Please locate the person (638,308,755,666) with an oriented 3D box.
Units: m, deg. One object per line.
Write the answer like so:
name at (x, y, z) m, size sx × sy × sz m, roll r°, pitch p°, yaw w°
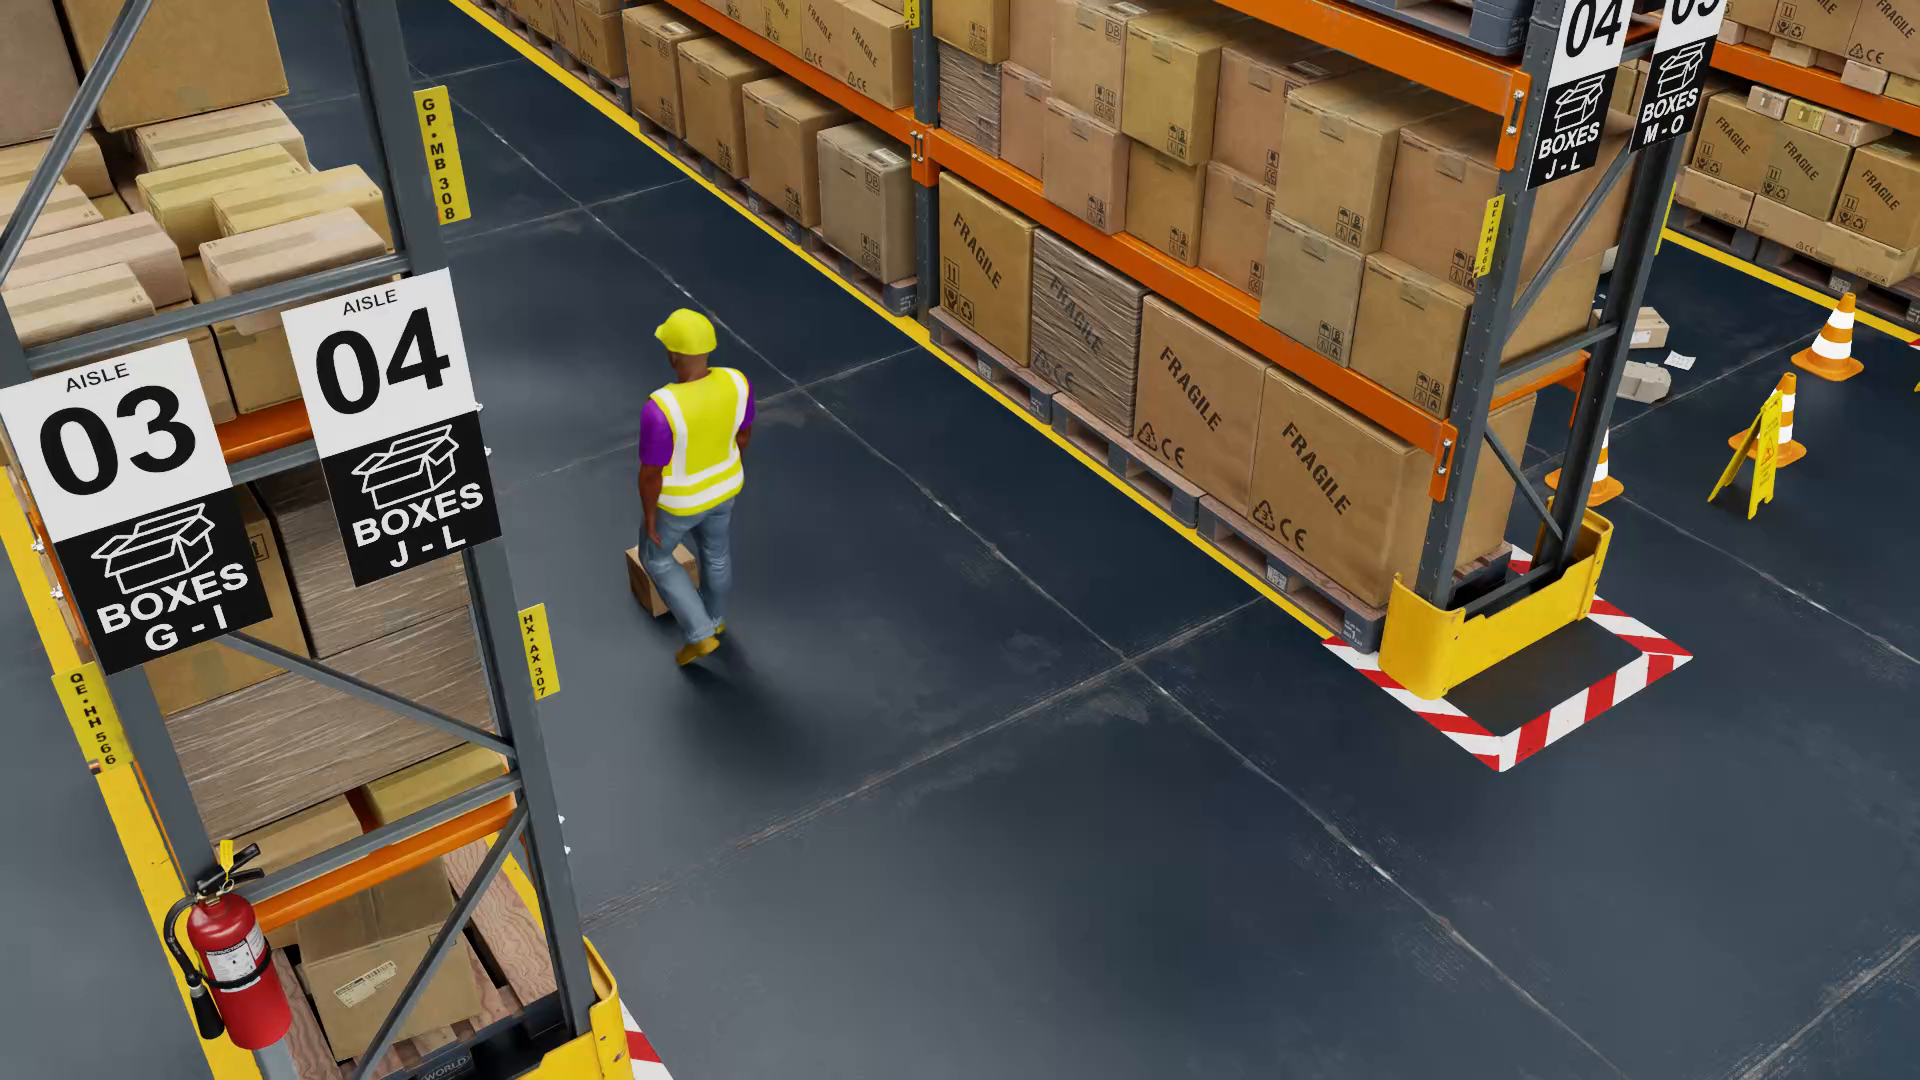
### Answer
person at (-1.195, -0.251, 7.303) m, size 0.598 × 1.765 × 0.572 m, roll -26°, pitch 44°, yaw -31°
